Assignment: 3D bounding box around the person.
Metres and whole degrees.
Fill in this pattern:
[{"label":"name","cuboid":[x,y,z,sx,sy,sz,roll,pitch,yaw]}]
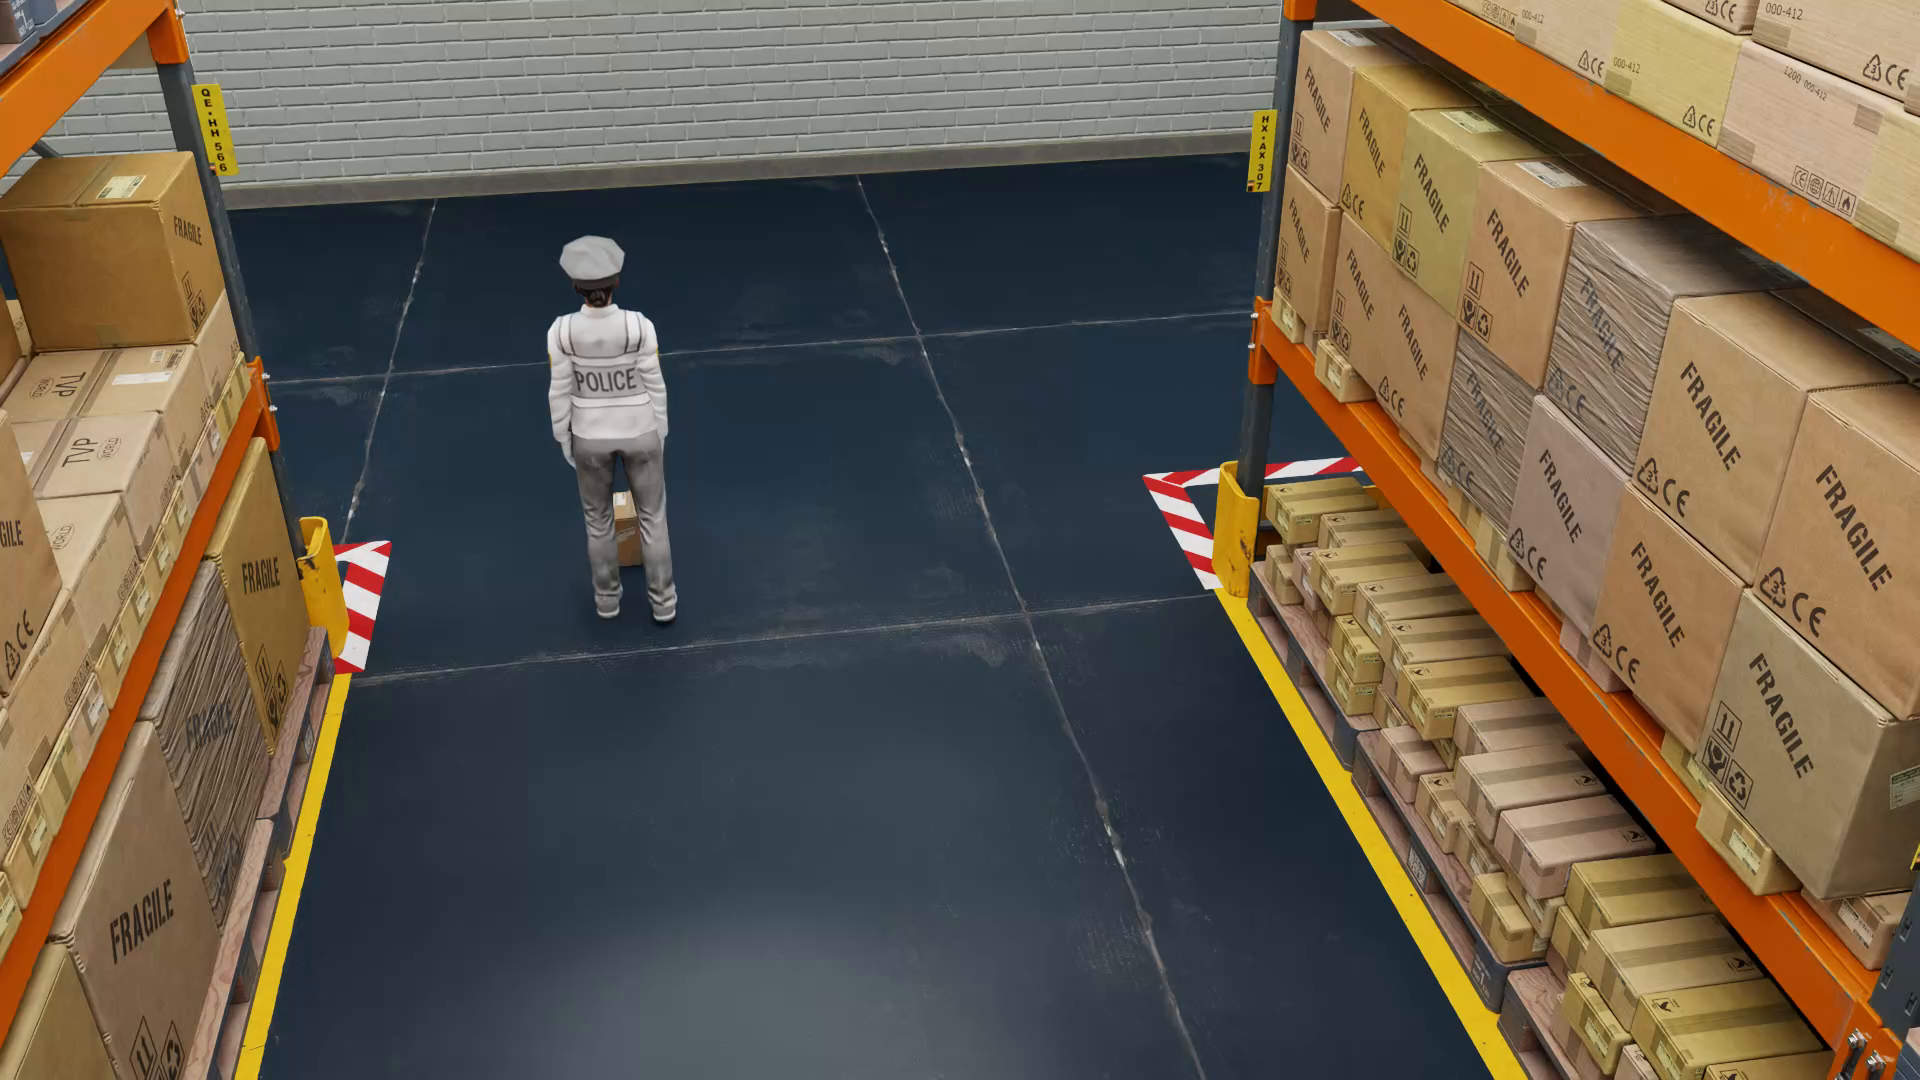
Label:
[{"label":"person","cuboid":[-1.428,-0.434,6.841,0.469,1.683,0.356,-5,31,-8]}]
